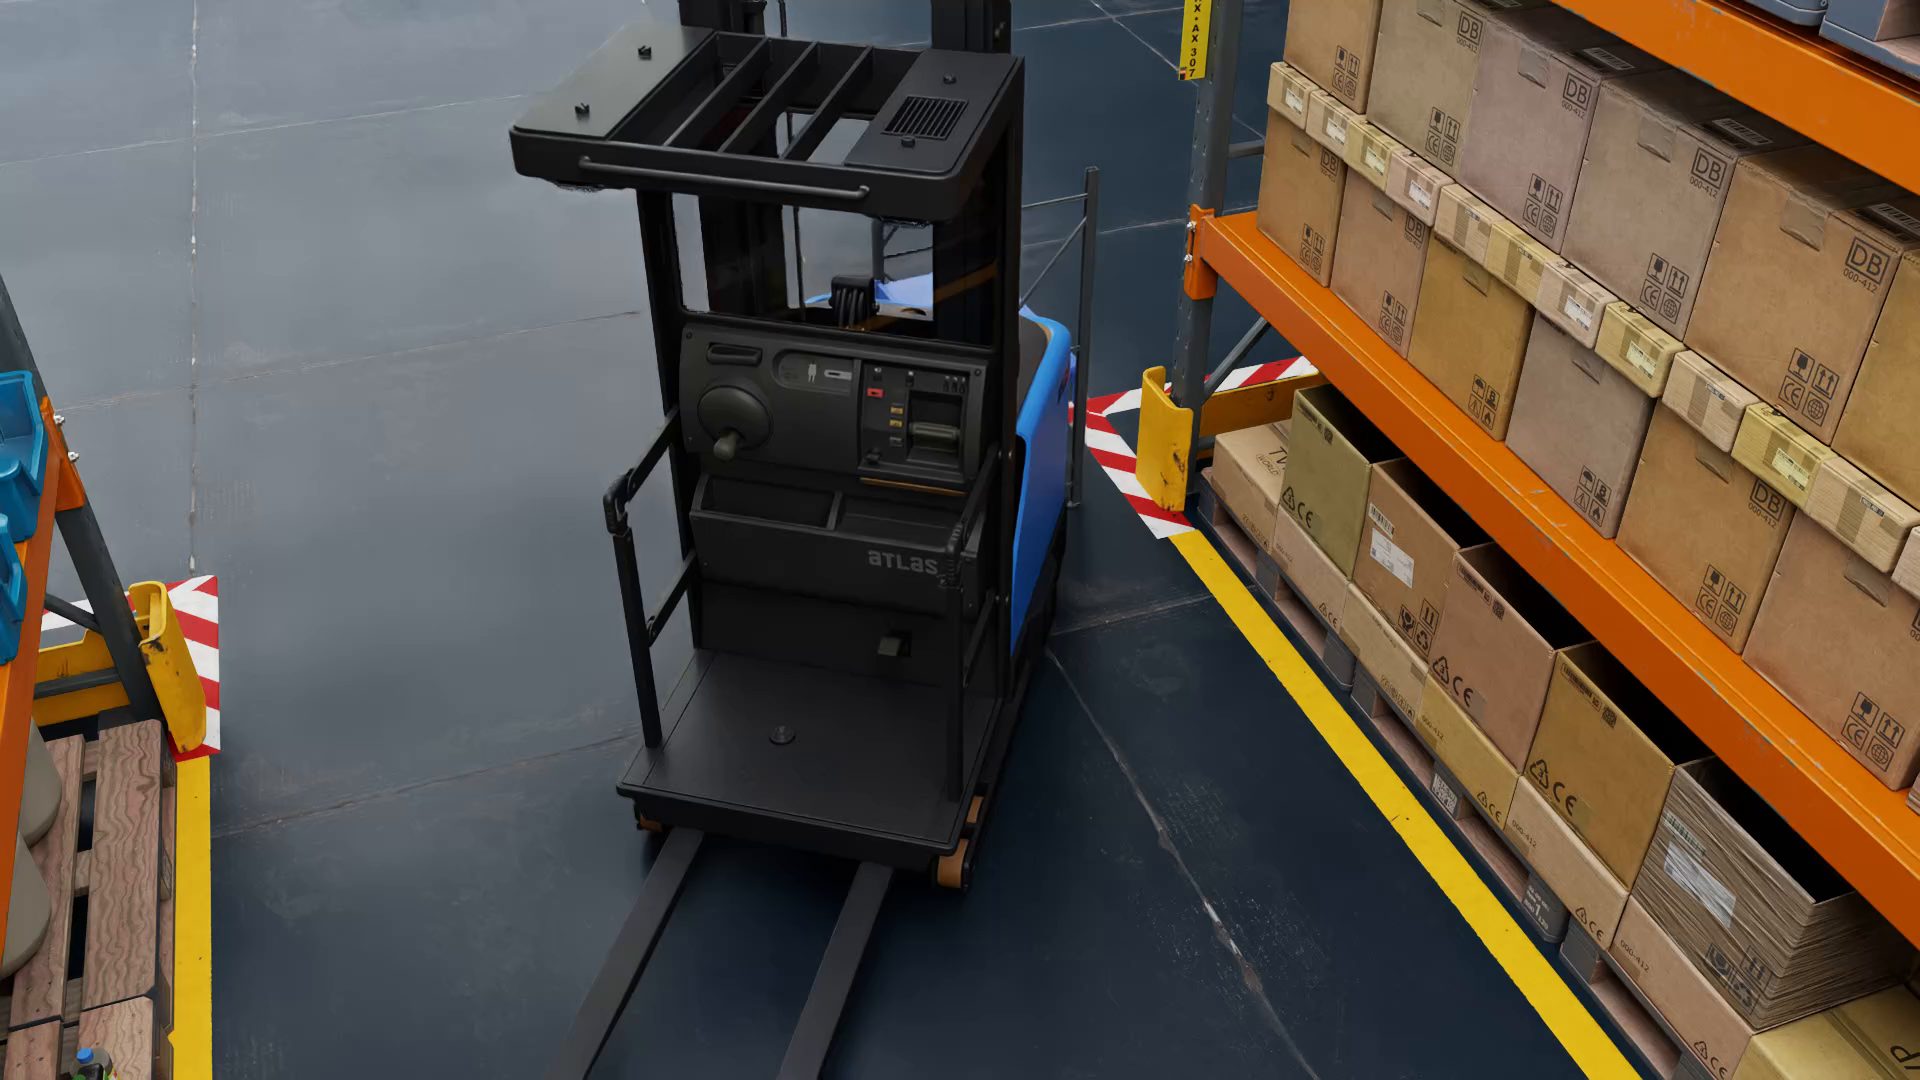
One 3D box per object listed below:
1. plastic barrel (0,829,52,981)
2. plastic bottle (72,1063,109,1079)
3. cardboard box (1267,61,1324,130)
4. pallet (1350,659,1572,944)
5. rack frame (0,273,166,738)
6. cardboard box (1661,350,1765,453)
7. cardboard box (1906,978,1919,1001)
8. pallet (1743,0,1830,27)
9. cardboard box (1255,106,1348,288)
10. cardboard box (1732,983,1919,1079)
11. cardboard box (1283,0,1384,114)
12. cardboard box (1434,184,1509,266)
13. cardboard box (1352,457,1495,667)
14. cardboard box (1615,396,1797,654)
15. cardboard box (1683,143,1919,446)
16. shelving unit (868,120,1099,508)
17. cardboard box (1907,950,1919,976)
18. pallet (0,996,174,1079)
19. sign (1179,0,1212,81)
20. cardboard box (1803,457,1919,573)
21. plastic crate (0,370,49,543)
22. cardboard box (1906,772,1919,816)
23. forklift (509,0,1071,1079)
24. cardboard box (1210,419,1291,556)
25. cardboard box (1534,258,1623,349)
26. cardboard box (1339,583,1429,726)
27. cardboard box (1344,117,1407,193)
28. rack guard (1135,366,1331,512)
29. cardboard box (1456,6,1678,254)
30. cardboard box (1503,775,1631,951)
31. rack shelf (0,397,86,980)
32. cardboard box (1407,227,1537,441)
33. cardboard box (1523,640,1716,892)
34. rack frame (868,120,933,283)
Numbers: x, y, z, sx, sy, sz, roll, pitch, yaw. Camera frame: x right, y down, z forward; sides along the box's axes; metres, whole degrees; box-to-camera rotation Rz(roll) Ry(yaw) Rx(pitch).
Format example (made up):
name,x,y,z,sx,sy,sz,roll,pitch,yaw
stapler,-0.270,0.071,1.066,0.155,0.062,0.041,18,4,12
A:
name,x,y,z,sx,sy,sz,roll,pitch,yaw
plastic barrel,-2.833,0.982,4.672,0.421,0.512,0.421,0,37,0
plastic bottle,-2.203,1.435,4.244,0.061,0.283,0.133,-12,38,-15
cardboard box,1.281,-1.540,5.679,0.380,0.149,0.250,-13,39,-16
pallet,2.067,0.718,5.621,1.003,0.211,1.213,-12,39,-16
rack frame,-3.304,-0.483,4.899,1.000,3.000,0.127,-12,39,-16
cardboard box,1.994,-0.373,4.130,0.380,0.149,0.250,-11,38,-15
cardboard box,2.850,1.359,4.389,0.500,0.250,0.500,-12,39,-16
pallet,1.991,-1.574,3.928,1.003,0.211,1.213,-12,39,-16
cardboard box,1.497,-1.280,5.874,0.700,0.500,0.500,-12,39,-16
cardboard box,2.360,1.467,4.246,0.500,0.250,0.500,-12,39,-16
cardboard box,1.515,-1.769,5.444,0.700,0.500,0.500,-12,39,-16
cardboard box,1.638,-0.957,4.905,0.380,0.149,0.250,-14,39,-17
cardboard box,1.682,0.035,5.523,0.500,0.500,0.500,-12,39,-16
cardboard box,2.209,-0.117,4.329,0.700,0.500,0.500,-12,39,-15
cardboard box,2.219,-0.623,3.922,0.700,0.500,0.500,-12,39,-16
shelving unit,0.068,-0.977,6.800,0.538,1.500,1.048,-15,39,-19
cardboard box,2.679,0.776,4.539,0.500,0.500,0.500,-12,39,-16
pallet,-2.543,1.812,4.169,1.003,0.211,1.213,-12,39,-16
sign,0.825,-1.773,5.825,0.100,0.325,0.005,-12,39,-16
cardboard box,2.163,-0.091,3.756,0.380,0.149,0.250,-13,39,-16
plastic crate,-2.851,-0.203,4.650,0.499,0.251,0.616,-12,39,-16
cardboard box,2.566,0.464,3.558,0.700,0.500,0.500,-13,39,-17
forklift,-0.432,-0.322,4.741,1.130,2.935,3.031,8,38,11
cardboard box,1.324,-0.227,6.495,0.500,0.250,0.500,-12,39,-16
cardboard box,1.809,-0.671,4.526,0.380,0.149,0.250,-12,39,-16
cardboard box,1.671,0.337,5.746,0.500,0.250,0.500,-12,39,-16
cardboard box,1.459,-1.250,5.294,0.380,0.149,0.250,-12,39,-16
rack guard,1.340,-0.522,7.027,1.175,0.500,0.348,-12,39,-16
cardboard box,1.875,-1.188,4.673,0.700,0.500,0.500,-12,39,-16
cardboard box,2.011,0.903,4.995,0.500,0.250,0.500,-12,39,-16
rack shelf,-2.616,0.934,3.615,1.077,0.370,4.000,-12,39,-16
cardboard box,1.847,-0.703,5.107,0.700,0.500,0.500,-12,39,-16
cardboard box,2.023,0.601,4.773,0.500,0.500,0.500,-12,39,-16
rack frame,-0.137,-1.257,7.172,0.500,1.500,0.032,-15,39,-19
